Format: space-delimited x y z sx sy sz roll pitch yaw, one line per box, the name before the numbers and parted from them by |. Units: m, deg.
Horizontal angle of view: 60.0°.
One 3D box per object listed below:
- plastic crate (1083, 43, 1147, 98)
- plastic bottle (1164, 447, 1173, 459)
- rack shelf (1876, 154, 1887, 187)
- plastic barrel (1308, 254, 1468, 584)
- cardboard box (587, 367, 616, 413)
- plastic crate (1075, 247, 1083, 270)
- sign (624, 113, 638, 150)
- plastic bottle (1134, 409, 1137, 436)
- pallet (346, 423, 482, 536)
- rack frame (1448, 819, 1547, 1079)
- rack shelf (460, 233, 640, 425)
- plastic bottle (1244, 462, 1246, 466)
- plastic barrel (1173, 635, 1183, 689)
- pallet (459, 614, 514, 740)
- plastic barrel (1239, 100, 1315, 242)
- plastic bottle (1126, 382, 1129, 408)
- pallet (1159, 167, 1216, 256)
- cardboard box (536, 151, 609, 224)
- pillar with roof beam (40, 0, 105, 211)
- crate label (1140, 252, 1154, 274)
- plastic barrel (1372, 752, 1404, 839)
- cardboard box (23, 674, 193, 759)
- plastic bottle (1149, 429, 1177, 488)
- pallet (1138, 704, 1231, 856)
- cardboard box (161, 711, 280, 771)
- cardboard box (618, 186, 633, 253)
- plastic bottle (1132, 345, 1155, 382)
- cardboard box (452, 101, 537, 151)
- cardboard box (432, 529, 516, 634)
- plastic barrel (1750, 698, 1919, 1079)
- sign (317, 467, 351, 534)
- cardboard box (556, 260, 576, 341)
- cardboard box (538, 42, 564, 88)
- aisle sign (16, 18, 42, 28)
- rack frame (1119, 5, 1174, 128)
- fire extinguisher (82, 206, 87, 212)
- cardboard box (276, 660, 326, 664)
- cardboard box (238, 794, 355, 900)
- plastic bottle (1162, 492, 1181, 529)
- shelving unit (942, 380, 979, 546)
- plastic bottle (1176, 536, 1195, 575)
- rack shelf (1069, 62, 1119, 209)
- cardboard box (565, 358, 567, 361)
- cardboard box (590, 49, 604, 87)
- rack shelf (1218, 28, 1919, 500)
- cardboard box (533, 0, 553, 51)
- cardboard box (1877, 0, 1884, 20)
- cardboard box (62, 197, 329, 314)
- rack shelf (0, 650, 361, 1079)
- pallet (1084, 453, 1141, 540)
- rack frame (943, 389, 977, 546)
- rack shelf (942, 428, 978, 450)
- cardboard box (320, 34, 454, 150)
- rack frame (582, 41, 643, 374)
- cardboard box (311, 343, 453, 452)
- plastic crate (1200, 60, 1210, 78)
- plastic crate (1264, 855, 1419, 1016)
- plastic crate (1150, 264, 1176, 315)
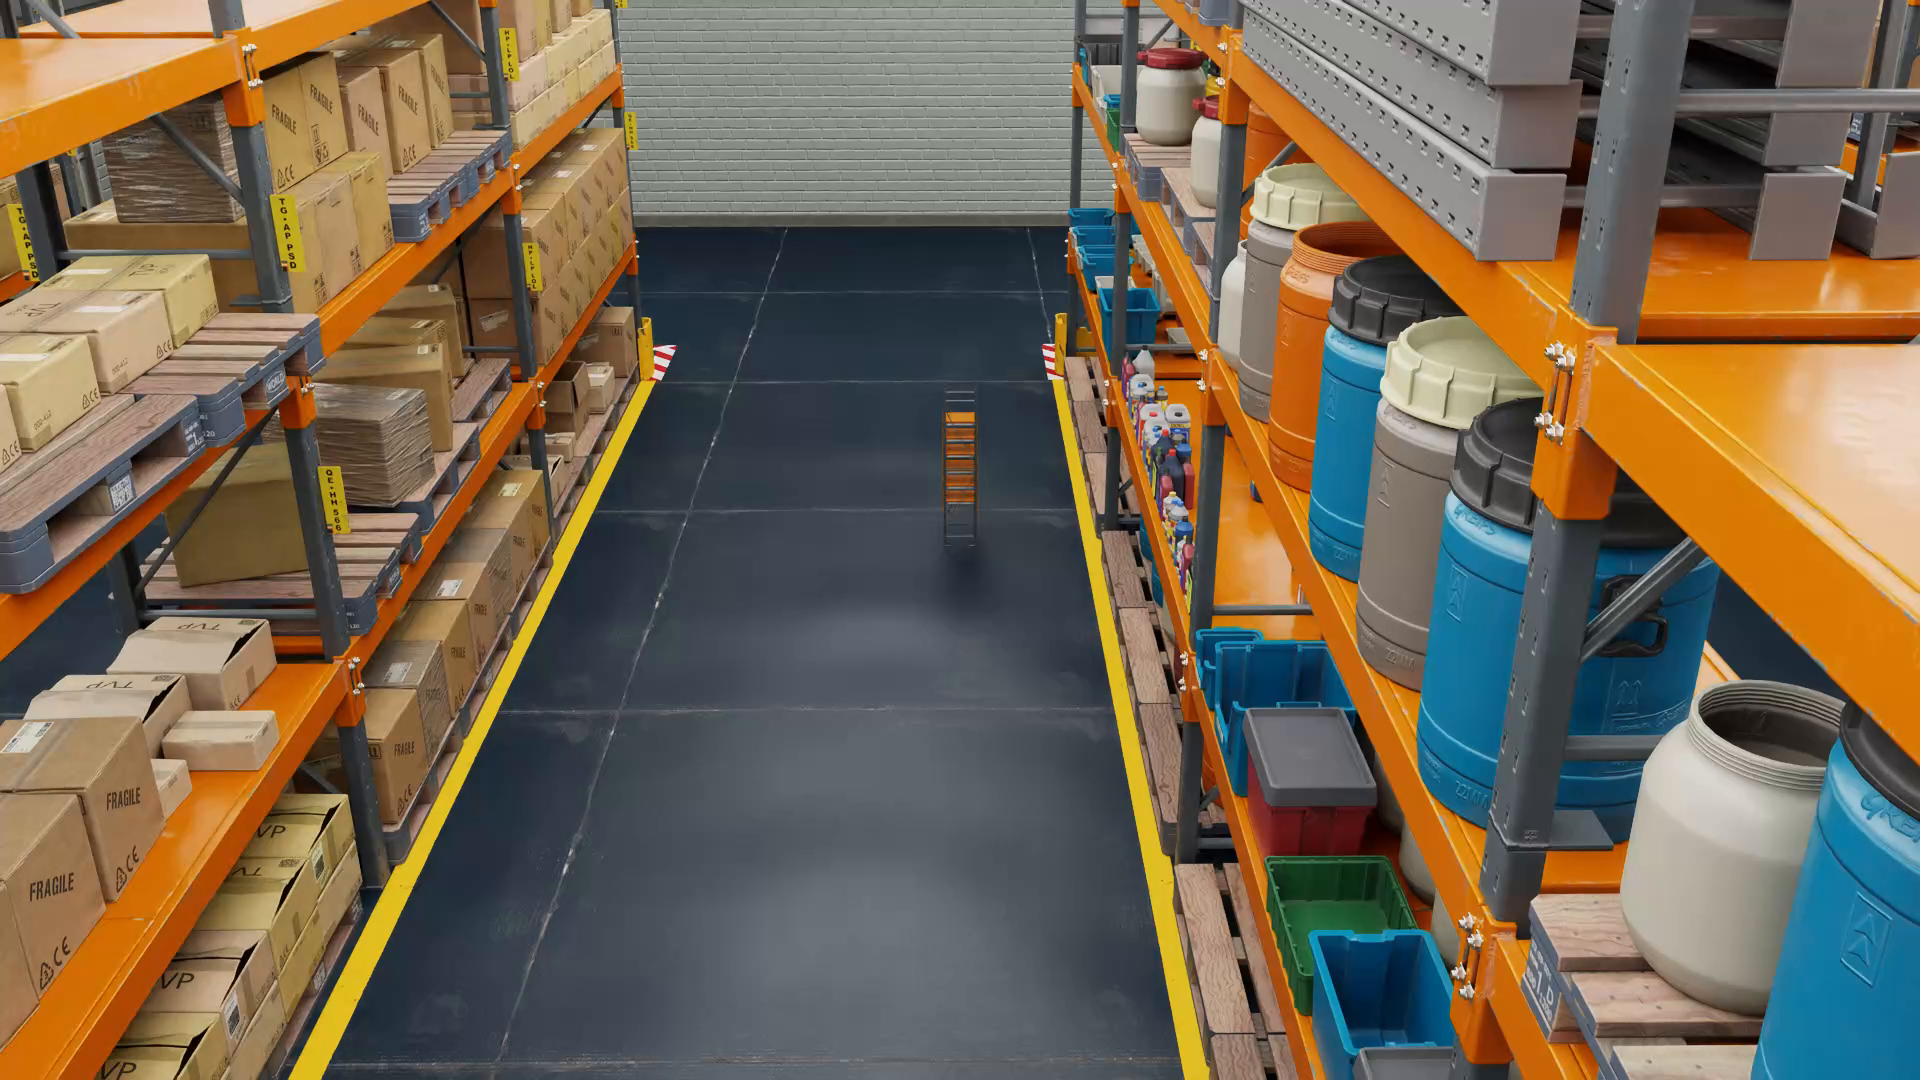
plastic crate | 1.237 -3.671 13.045 0.504 0.338 0.767 0 24 -1
plastic bottle | 1.197 -0.381 9.477 0.061 0.283 0.133 0 24 -1
rack shelf | 6.513 -1.552 9.158 1.077 0.370 4.000 0 24 -1
plastic barrel | 1.389 -0.361 5.044 0.600 0.901 0.708 0 24 -1
cardboard box | -3.225 -1.276 14.117 0.500 0.250 0.500 0 24 -1
plastic crate | 1.097 -2.355 13.948 0.250 0.136 0.298 0 24 -1
sign | -2.903 -3.608 14.683 0.100 0.325 0.005 0 24 -1
plastic bottle | 1.143 -0.753 10.400 0.097 0.201 0.097 0 24 0
pallet | -3.396 -0.360 9.522 1.003 0.211 1.213 0 24 -1
rack frame | 1.626 1.981 4.112 1.000 3.000 0.127 0 24 -1
rack shelf | -3.436 -1.791 13.326 1.077 0.370 4.000 0 24 -1
plastic bottle | 1.756 -0.578 9.927 0.097 0.271 0.097 0 24 0
plastic barrel | 1.548 0.574 9.642 0.600 0.588 0.708 0 24 -1
pallet | -3.351 0.815 10.075 1.003 0.211 1.213 0 24 -1
plastic barrel | 1.579 -1.655 7.481 0.600 0.830 0.708 0 24 -1
plastic bottle | 1.137 -0.969 10.877 0.097 0.201 0.097 0 24 0
pallet | 1.661 -1.806 9.075 1.003 0.211 1.213 0 24 -1
cardboard box | -3.161 -2.840 13.438 0.500 0.500 0.500 0 24 1
pillar with roof beam | -5.001 -6.780 16.205 9.100 9.000 0.400 0 24 -1
crate label | 1.701 -2.301 13.829 0.396 0.136 0.243 0 24 -1
plastic barrel | 1.812 0.879 6.415 0.421 0.512 0.421 0 24 0
cardboard box | -3.554 0.764 6.913 0.500 0.311 0.500 -1 24 -1
plastic bottle | 1.176 -0.477 9.608 0.144 0.351 0.185 0 24 -1
pallet | 1.532 1.279 9.049 1.003 0.211 1.213 0 24 -1
cardboard box | -3.084 0.838 6.946 0.380 0.149 0.250 0 24 -1
cardboard box | -3.181 -2.805 14.574 0.500 0.500 0.500 0 24 1
plastic bottle | 1.219 -1.130 11.051 0.144 0.351 0.185 0 24 -1
cardboard box | -3.172 -2.794 11.214 0.500 0.250 0.500 0 24 -1
cardboard box | -3.120 0.257 10.426 0.500 0.500 0.500 0 24 0
plastic barrel | 1.530 0.606 2.397 0.600 0.901 0.708 0 24 -1
sign | -2.815 -0.178 7.481 0.100 0.325 0.005 0 24 -1
cardboard box | -3.156 -1.762 12.268 0.500 0.500 0.500 0 24 0
cardboard box | -3.172 -3.434 12.022 0.500 0.250 0.500 0 24 -1
aisle sign | -8.112 -4.134 14.480 0.394 0.787 0.004 0 24 -1
rack frame | 1.539 -4.049 10.165 1.000 3.000 0.127 0 24 -1
fire extinguisher | -7.951 -2.778 15.182 0.296 0.674 0.183 0 24 -1
cardboard box | -3.620 0.543 8.882 0.500 0.250 0.500 1 24 1
cardboard box | -3.119 1.375 7.601 0.500 0.311 0.500 0 24 1
plastic bottle | 1.159 -0.165 9.098 0.097 0.201 0.097 0 24 0
shelving unit | 0.000 -0.541 11.873 0.258 1.200 0.189 0 24 -1
plastic bottle | 1.165 0.076 8.566 0.097 0.201 0.097 0 24 0
rack shelf | 1.517 -3.178 12.753 1.077 0.370 4.000 0 24 -1
cardboard box | -3.730 -1.459 14.522 0.500 0.250 0.500 0 24 -1
cardboard box | -3.194 -3.824 13.491 0.500 0.250 0.500 0 24 -1
rack shelf | 1.604 -1.066 4.929 1.077 0.370 4.000 0 24 -1
cardboard box | -3.333 -3.775 11.866 0.700 0.500 0.500 0 24 -1
cardboard box | 6.488 -3.716 11.407 0.500 0.250 0.500 -2 24 -4
cardboard box | -3.409 -1.238 7.469 0.910 0.500 0.500 0 24 -1
rack shelf | -3.349 1.506 6.037 1.077 0.370 4.000 0 24 -1
pallet | 1.492 -0.347 12.645 1.003 0.211 1.213 0 24 -1
rack frame | 0.001 -0.503 11.790 0.240 1.200 0.006 0 24 -1
rack shelf | 0.000 -0.719 11.792 0.258 0.103 0.180 0 24 -1
cardboard box | -3.482 -2.736 10.150 0.600 0.600 0.600 -3 24 -6
rack frame | -3.458 -2.943 15.000 1.000 3.000 0.127 0 24 -1
cardboard box | -3.333 -0.804 9.639 0.700 0.500 0.500 -6 25 -14
plastic crate | 1.792 -3.828 13.575 0.450 0.188 0.336 0 24 -1
plastic crate | 1.325 1.362 5.740 0.450 0.188 0.662 0 24 -1
plastic crate | 1.707 -1.919 12.806 0.437 0.282 0.530 0 24 -1
